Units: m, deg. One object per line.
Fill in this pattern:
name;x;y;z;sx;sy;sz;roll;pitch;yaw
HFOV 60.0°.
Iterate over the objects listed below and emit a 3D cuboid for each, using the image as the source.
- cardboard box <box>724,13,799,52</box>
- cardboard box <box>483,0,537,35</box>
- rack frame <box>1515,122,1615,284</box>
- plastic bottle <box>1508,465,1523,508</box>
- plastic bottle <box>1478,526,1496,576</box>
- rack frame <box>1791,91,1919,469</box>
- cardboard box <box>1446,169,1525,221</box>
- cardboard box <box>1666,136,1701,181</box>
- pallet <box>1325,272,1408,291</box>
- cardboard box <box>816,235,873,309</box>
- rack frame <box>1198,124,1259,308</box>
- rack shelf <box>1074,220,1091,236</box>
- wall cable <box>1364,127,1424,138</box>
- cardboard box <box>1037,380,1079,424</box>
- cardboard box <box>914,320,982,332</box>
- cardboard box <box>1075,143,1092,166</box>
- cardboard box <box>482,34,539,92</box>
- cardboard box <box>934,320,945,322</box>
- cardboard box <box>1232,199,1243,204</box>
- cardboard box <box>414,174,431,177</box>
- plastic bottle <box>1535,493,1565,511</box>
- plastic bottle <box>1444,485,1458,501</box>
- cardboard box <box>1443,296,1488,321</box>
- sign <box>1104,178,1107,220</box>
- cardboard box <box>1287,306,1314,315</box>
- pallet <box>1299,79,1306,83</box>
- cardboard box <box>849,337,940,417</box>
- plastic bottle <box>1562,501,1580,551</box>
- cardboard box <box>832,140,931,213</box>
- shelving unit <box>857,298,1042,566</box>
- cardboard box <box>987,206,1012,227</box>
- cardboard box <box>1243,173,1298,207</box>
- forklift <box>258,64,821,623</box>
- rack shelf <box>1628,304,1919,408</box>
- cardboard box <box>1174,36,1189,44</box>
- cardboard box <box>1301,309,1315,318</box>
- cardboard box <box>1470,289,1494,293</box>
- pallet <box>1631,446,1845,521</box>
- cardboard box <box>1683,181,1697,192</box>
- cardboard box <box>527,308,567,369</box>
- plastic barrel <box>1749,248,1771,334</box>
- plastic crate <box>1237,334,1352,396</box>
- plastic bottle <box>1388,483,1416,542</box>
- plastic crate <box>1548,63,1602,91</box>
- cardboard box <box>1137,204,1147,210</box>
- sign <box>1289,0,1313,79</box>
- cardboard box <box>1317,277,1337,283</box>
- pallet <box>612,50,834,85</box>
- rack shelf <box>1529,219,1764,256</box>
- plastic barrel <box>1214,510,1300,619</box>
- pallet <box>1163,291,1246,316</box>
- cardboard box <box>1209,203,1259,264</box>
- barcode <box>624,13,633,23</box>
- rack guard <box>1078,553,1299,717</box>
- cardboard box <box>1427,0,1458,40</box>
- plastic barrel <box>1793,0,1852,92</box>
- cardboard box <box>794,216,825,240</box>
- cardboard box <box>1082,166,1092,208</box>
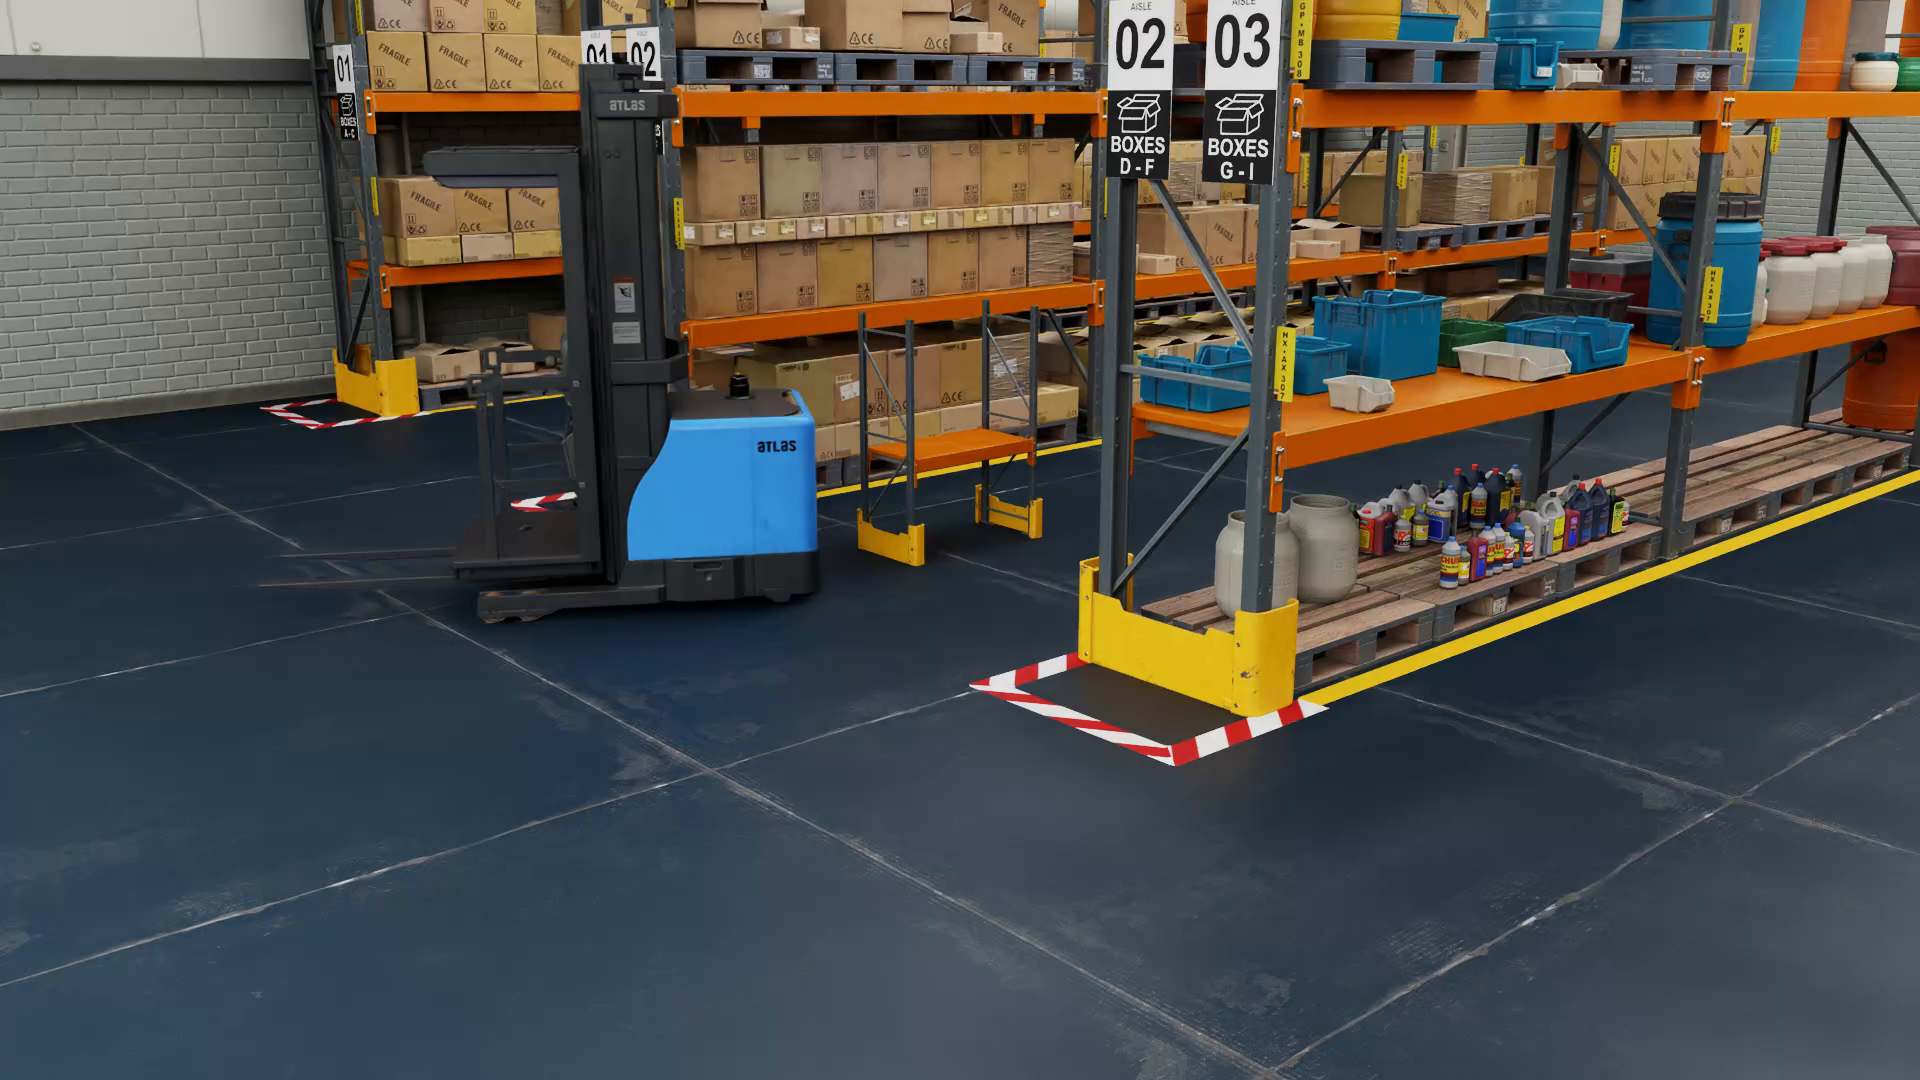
cardboard box;-1.489;-3.602;11.817;0.500;0.250;0.500;-13;19;-39
cardboard box;-4.198;-4.845;15.093;0.500;0.500;0.500;-12;19;-38
rack frame;6.868;-3.742;18.945;0.127;3.000;1.000;-13;19;-39
plastic bottle;3.554;-0.347;10.672;0.097;0.271;0.097;0;15;0
plastic bottle;2.895;0.057;9.158;0.097;0.271;0.097;0;15;0
rack frame;7.099;-2.099;12.796;0.127;3.000;1.000;-13;19;-39
cardboard box;5.576;-3.682;17.713;0.700;0.500;0.500;10;18;33
cardboard box;8.574;-4.560;19.878;0.500;0.500;0.500;-12;19;-38
pallet;6.079;-3.885;24.886;1.213;0.211;1.003;-13;19;-39
cardboard box;-1.053;-2.007;12.256;0.500;0.500;0.700;-12;19;-39
rack frame;3.613;-4.705;22.553;0.127;3.000;1.000;-13;19;-39
rack shelf;2.105;-4.019;21.378;4.000;0.370;1.077;-13;19;-39
wall cable;6.976;-6.275;26.460;1.851;1.984;0.084;-13;19;-39
cardboard box;0.627;-1.140;13.719;0.500;0.250;0.500;-13;19;-39
cardboard box;-0.094;-1.519;13.687;0.500;0.500;0.500;-13;19;-39
cardboard box;1.513;-4.710;20.307;0.500;0.250;0.500;-13;20;-40
cardboard box;-4.205;-4.360;15.217;0.500;0.500;0.500;-12;19;-37
cardboard box;-0.378;-2.836;19.546;0.500;0.500;0.700;-13;20;-39
cardboard box;3.544;-4.481;22.162;0.250;0.149;0.380;-12;19;-39
cardboard box;-4.837;-3.177;15.629;0.500;0.500;0.500;-12;19;-39
plastic bottle;3.524;-0.145;9.906;0.135;0.276;0.152;-13;19;-39
plastic bottle;2.972;-0.196;10.105;0.097;0.271;0.097;0;15;0
cardboard box;5.154;-2.264;17.405;0.500;0.500;0.500;-13;20;-40
sign;1.199;-2.735;13.346;0.005;0.325;0.100;-13;19;-39
cardboard box;3.263;-2.178;16.519;0.500;0.311;0.500;-12;19;-38
pallet;3.397;-4.290;15.550;1.003;0.211;1.213;-12;19;-37
cardboard box;-0.501;-1.247;12.666;0.500;0.500;0.500;-13;19;-39
plastic bottle;3.545;-0.088;9.679;0.133;0.283;0.061;-11;19;-36
cardboard box;-0.633;-2.730;12.450;0.500;0.500;0.700;-13;19;-39
shelving unit;-0.058;-0.712;10.508;1.083;1.500;0.587;-13;19;-39
cardboard box;0.187;-2.529;12.956;0.250;0.149;0.380;-13;20;-39
cardboard box;4.033;-4.939;22.847;0.700;0.700;0.980;-12;19;-39
forklift;-2.358;-1.111;9.228;3.031;2.935;1.130;-3;15;-10
rack shelf;5.591;-1.413;11.620;4.000;0.370;1.077;-13;19;-39
cardboard box;1.717;-4.162;14.184;0.500;0.250;0.500;14;20;42
cardboard box;3.617;-2.073;16.125;0.500;0.311;0.500;-12;19;-38
cardboard box;5.566;-2.536;18.424;0.500;0.500;0.500;-12;19;-39
pallet;5.570;-0.423;11.923;1.213;0.211;1.003;-13;19;-39
cardboard box;8.577;-4.081;20.023;0.500;0.500;0.500;-13;20;-40
cardboard box;-3.842;-1.988;16.372;0.500;0.500;0.700;-14;21;-43
plastic barrel;4.947;-1.606;10.688;0.433;0.535;0.433;0;15;0
plastic crate;1.739;-0.924;8.685;0.408;0.251;0.499;-13;19;-39
plastic bottle;2.597;-0.163;9.827;0.185;0.351;0.144;-12;19;-37
plastic crate;3.136;-2.393;8.593;0.396;0.136;0.243;-13;19;-39
cardboard box;2.146;-4.189;21.067;0.250;0.149;0.380;-13;19;-39
sign;1.422;-2.090;6.930;0.005;0.325;0.100;-13;19;-39
cardboard box;5.015;-3.978;23.861;0.500;0.500;0.700;-12;19;-38
pallet;-1.634;-3.230;11.389;1.213;0.211;1.003;-13;19;-39
rack shelf;8.377;-3.733;20.306;4.000;0.370;1.077;-13;19;-39
plastic barrel;1.511;0.129;8.462;0.421;0.512;0.421;0;15;0
pallet;3.081;-3.213;22.369;1.213;0.211;1.003;-13;19;-39
cardboard box;2.595;-2.825;15.319;0.500;0.500;0.500;-14;20;-42
barcode;-2.273;-3.583;11.416;0.075;0.075;0.001;-13;19;-39
rack guard;1.091;0.442;8.127;0.348;0.500;1.175;-13;19;-39
cardboard box;4.569;-5.204;16.475;0.500;0.500;0.500;-13;19;-39
plastic barrel;5.844;-3.548;11.576;0.708;0.830;0.600;-13;19;-39
cardboard box;-1.169;-2.225;11.815;0.250;0.149;0.380;-13;20;-40
cardboard box;1.532;-4.349;20.409;0.500;0.500;0.500;-12;19;-38
